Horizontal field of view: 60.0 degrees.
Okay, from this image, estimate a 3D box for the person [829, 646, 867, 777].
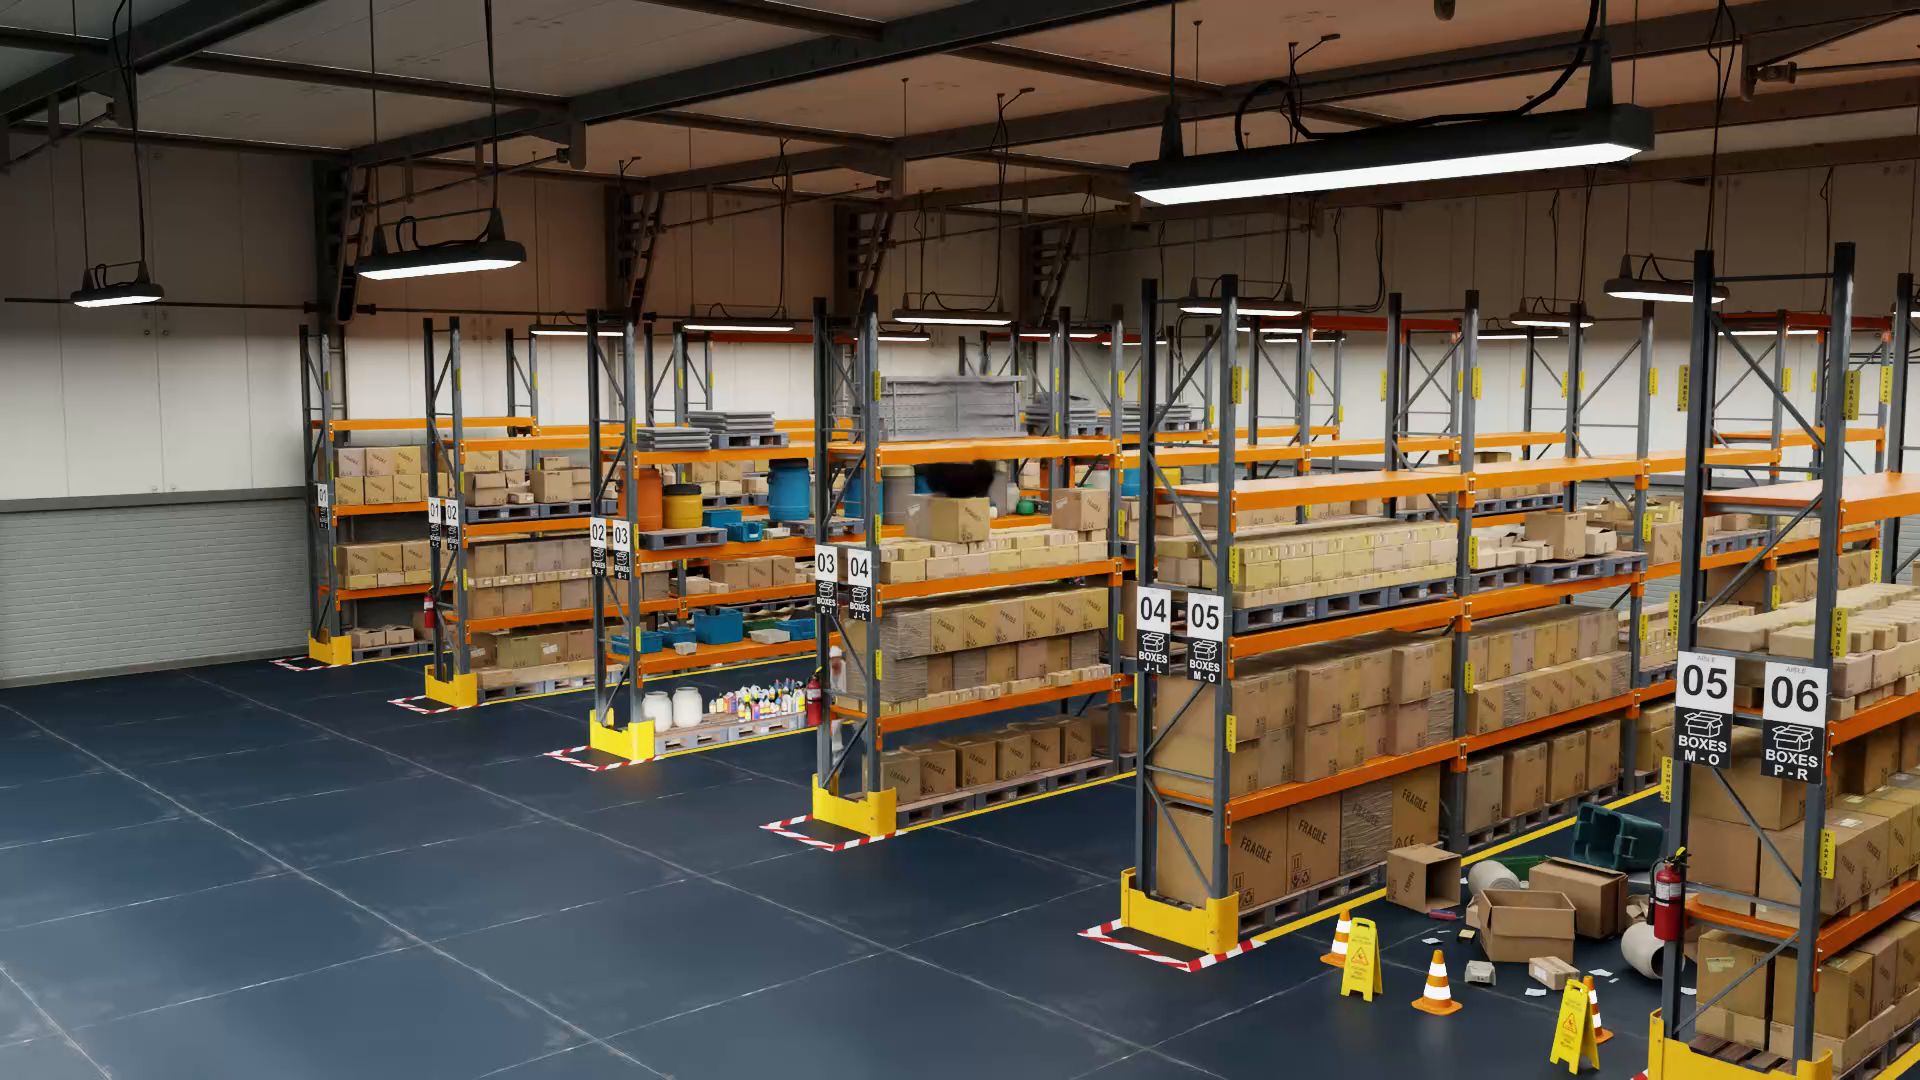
[{"bbox_3d":[-1.412,2.176,21.548,0.706,1.731,1.055,4,7,35],"label":"person"}]
